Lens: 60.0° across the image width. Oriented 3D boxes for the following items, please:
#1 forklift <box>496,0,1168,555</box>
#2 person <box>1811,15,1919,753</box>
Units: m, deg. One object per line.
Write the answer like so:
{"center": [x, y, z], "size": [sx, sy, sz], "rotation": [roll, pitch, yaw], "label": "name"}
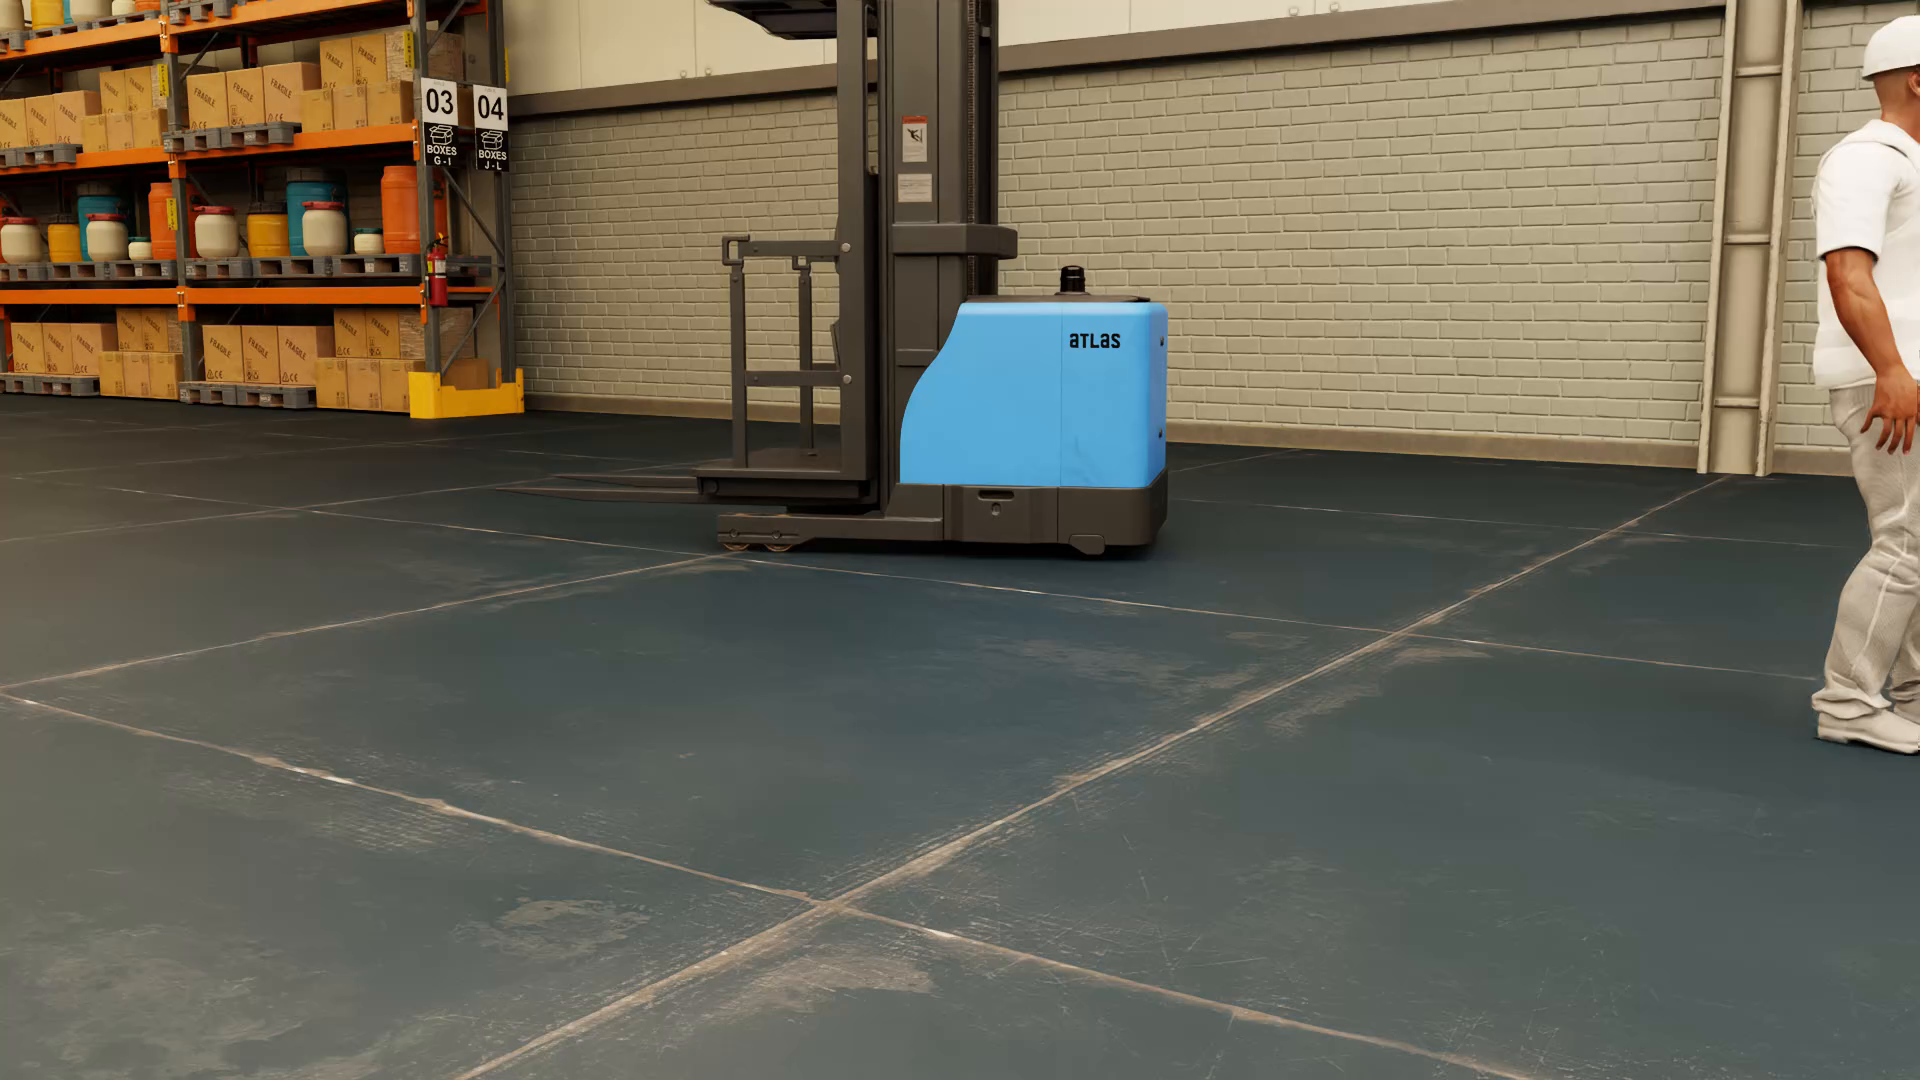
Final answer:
{"center": [-0.596, -1.469, 7.520], "size": [3.031, 2.935, 1.130], "rotation": [2, 8, 12], "label": "forklift"}
{"center": [2.353, -0.368, 4.051], "size": [0.513, 1.787, 0.658], "rotation": [7, 10, 39], "label": "person"}
